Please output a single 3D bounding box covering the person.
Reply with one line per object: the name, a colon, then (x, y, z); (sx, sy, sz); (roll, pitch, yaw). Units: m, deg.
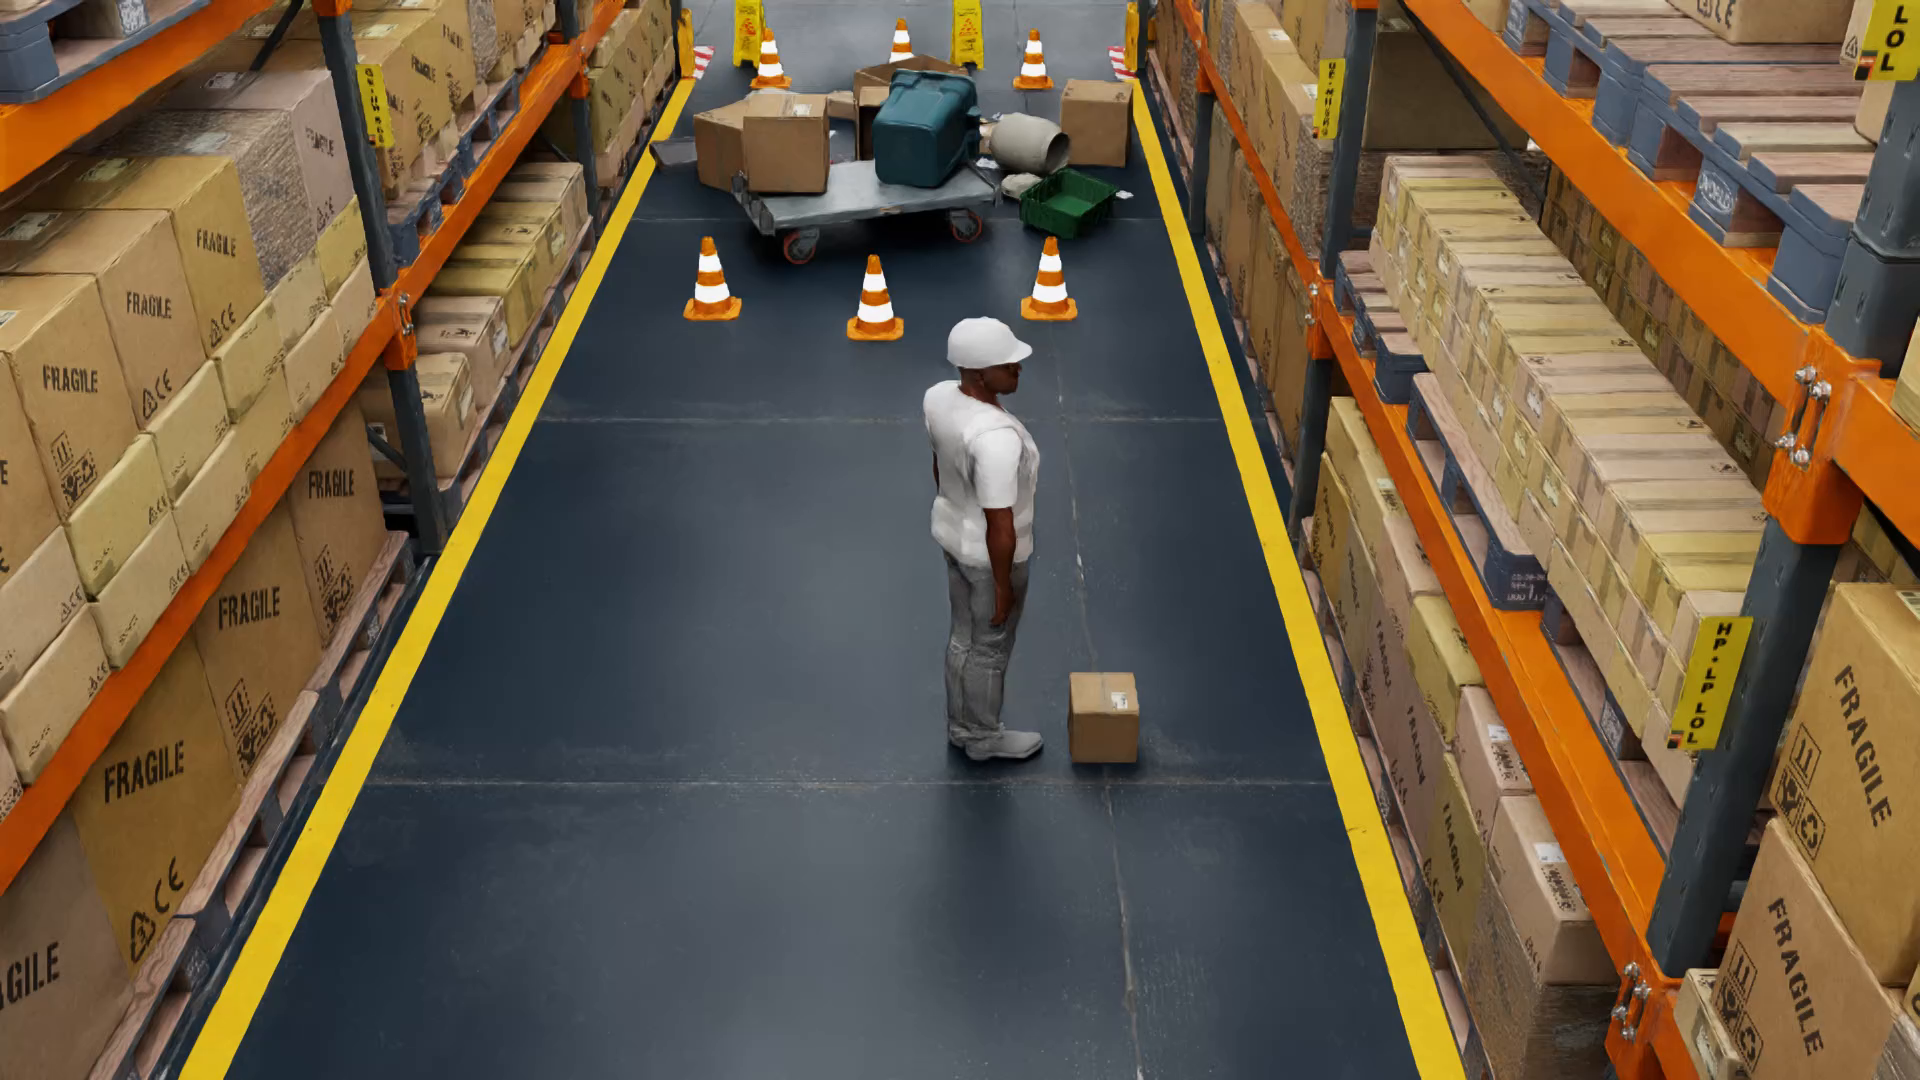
person: (0.072, -0.013, 6.097); (0.347, 1.769, 0.722); (-16, 35, -24)
